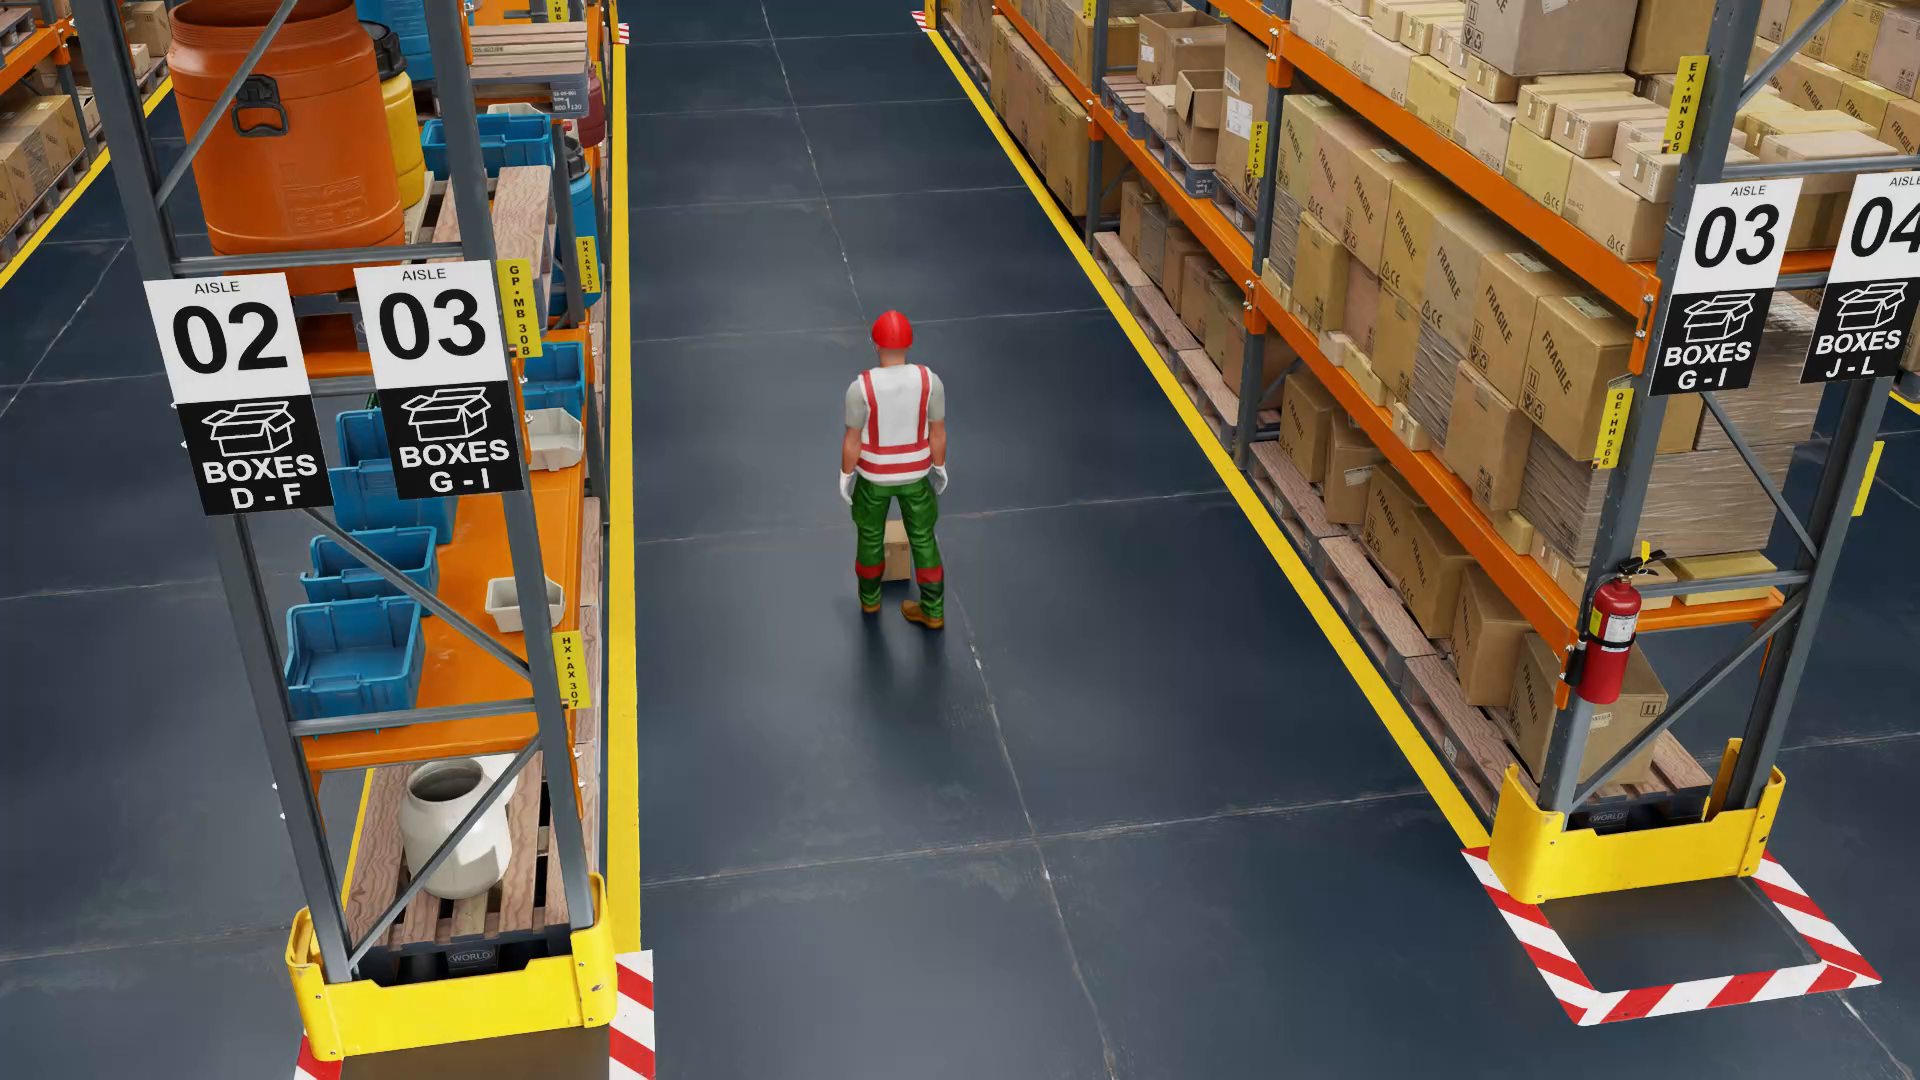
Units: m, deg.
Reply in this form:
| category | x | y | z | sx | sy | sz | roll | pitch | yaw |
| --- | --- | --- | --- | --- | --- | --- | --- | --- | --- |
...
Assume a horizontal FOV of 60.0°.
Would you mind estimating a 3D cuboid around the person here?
| category | x | y | z | sx | sy | sz | roll | pitch | yaw |
| --- | --- | --- | --- | --- | --- | --- | --- | --- | --- |
| person | -0.368 | -0.389 | 8.772 | 0.575 | 1.791 | 0.554 | -7 | 31 | -12 |
